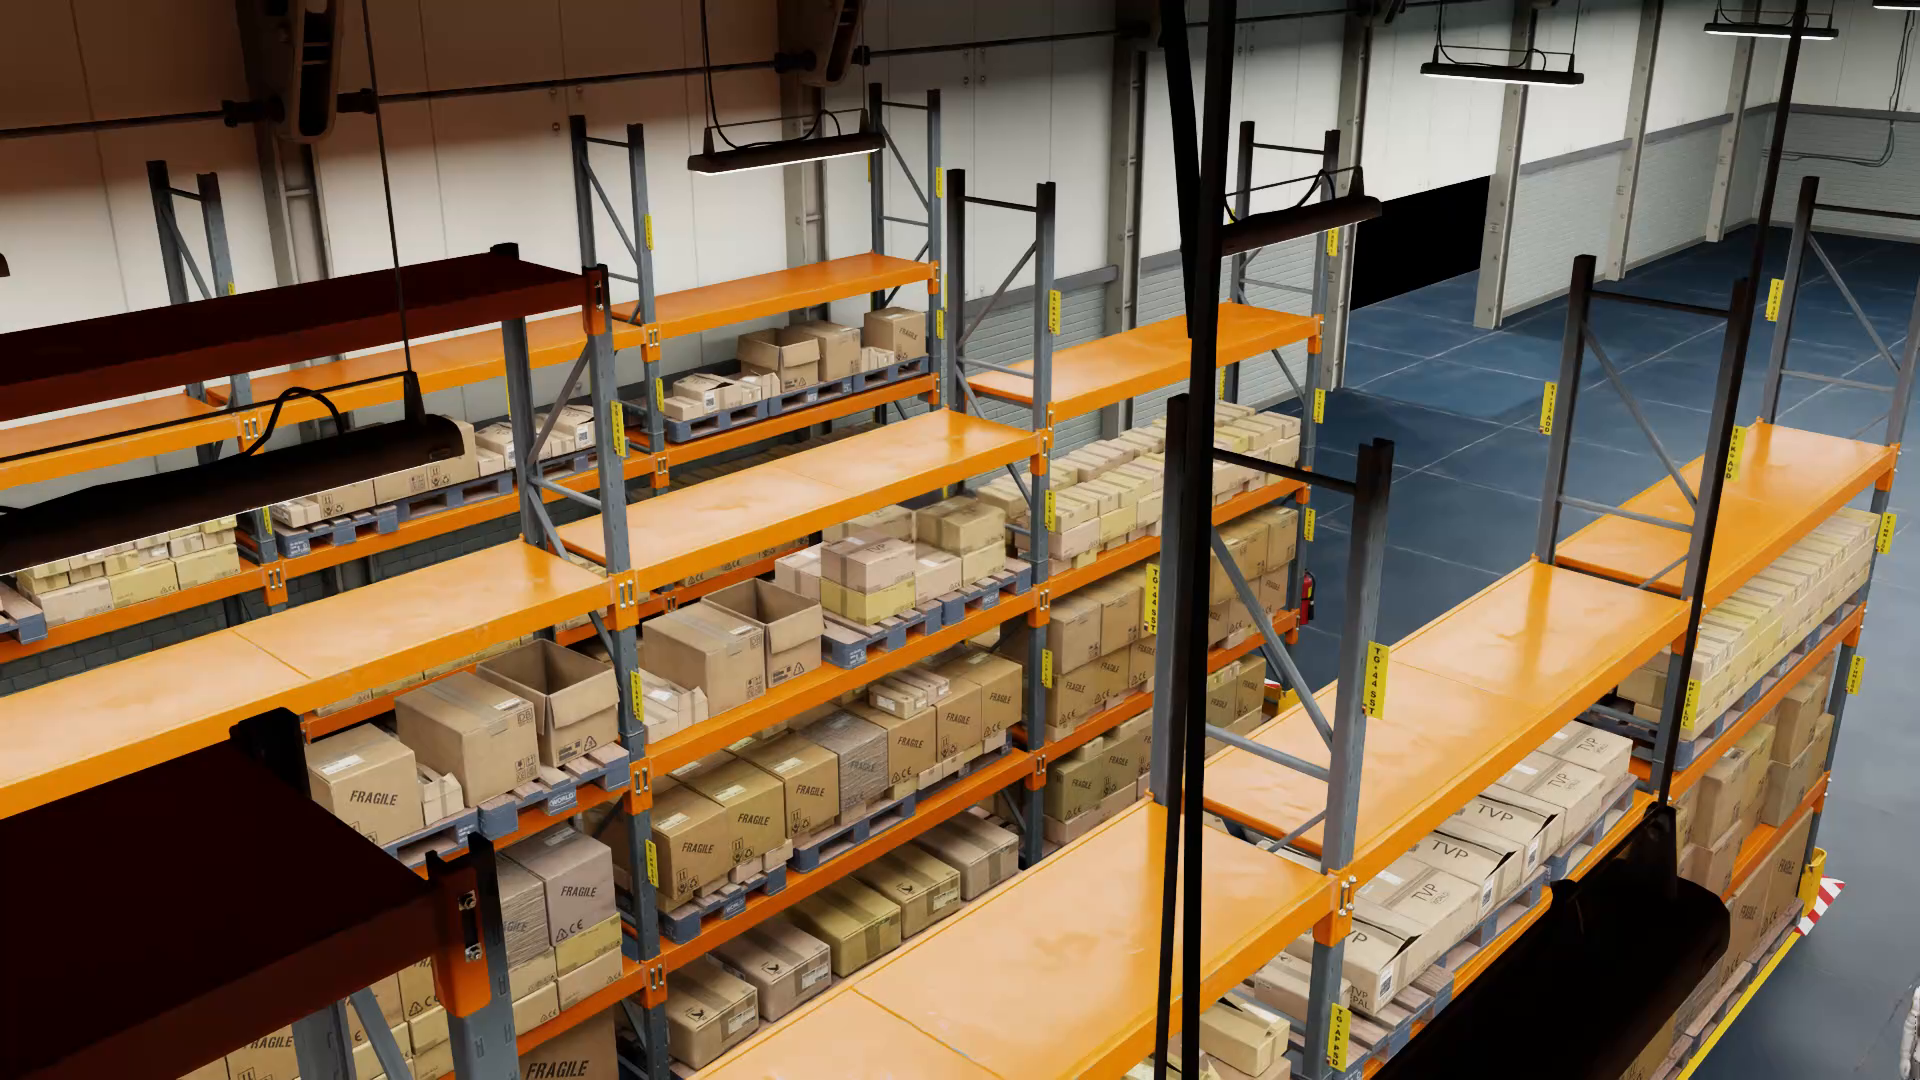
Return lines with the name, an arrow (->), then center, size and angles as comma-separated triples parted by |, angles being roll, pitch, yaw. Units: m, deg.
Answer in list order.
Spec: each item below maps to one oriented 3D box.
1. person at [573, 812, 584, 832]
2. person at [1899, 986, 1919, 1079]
person -> -3.051, 2.429, 13.480 | 0.486, 1.691, 0.396 | 7, 22, 17
person -> 6.425, 3.421, 10.872 | 0.517, 1.674, 0.434 | 18, 28, 39
